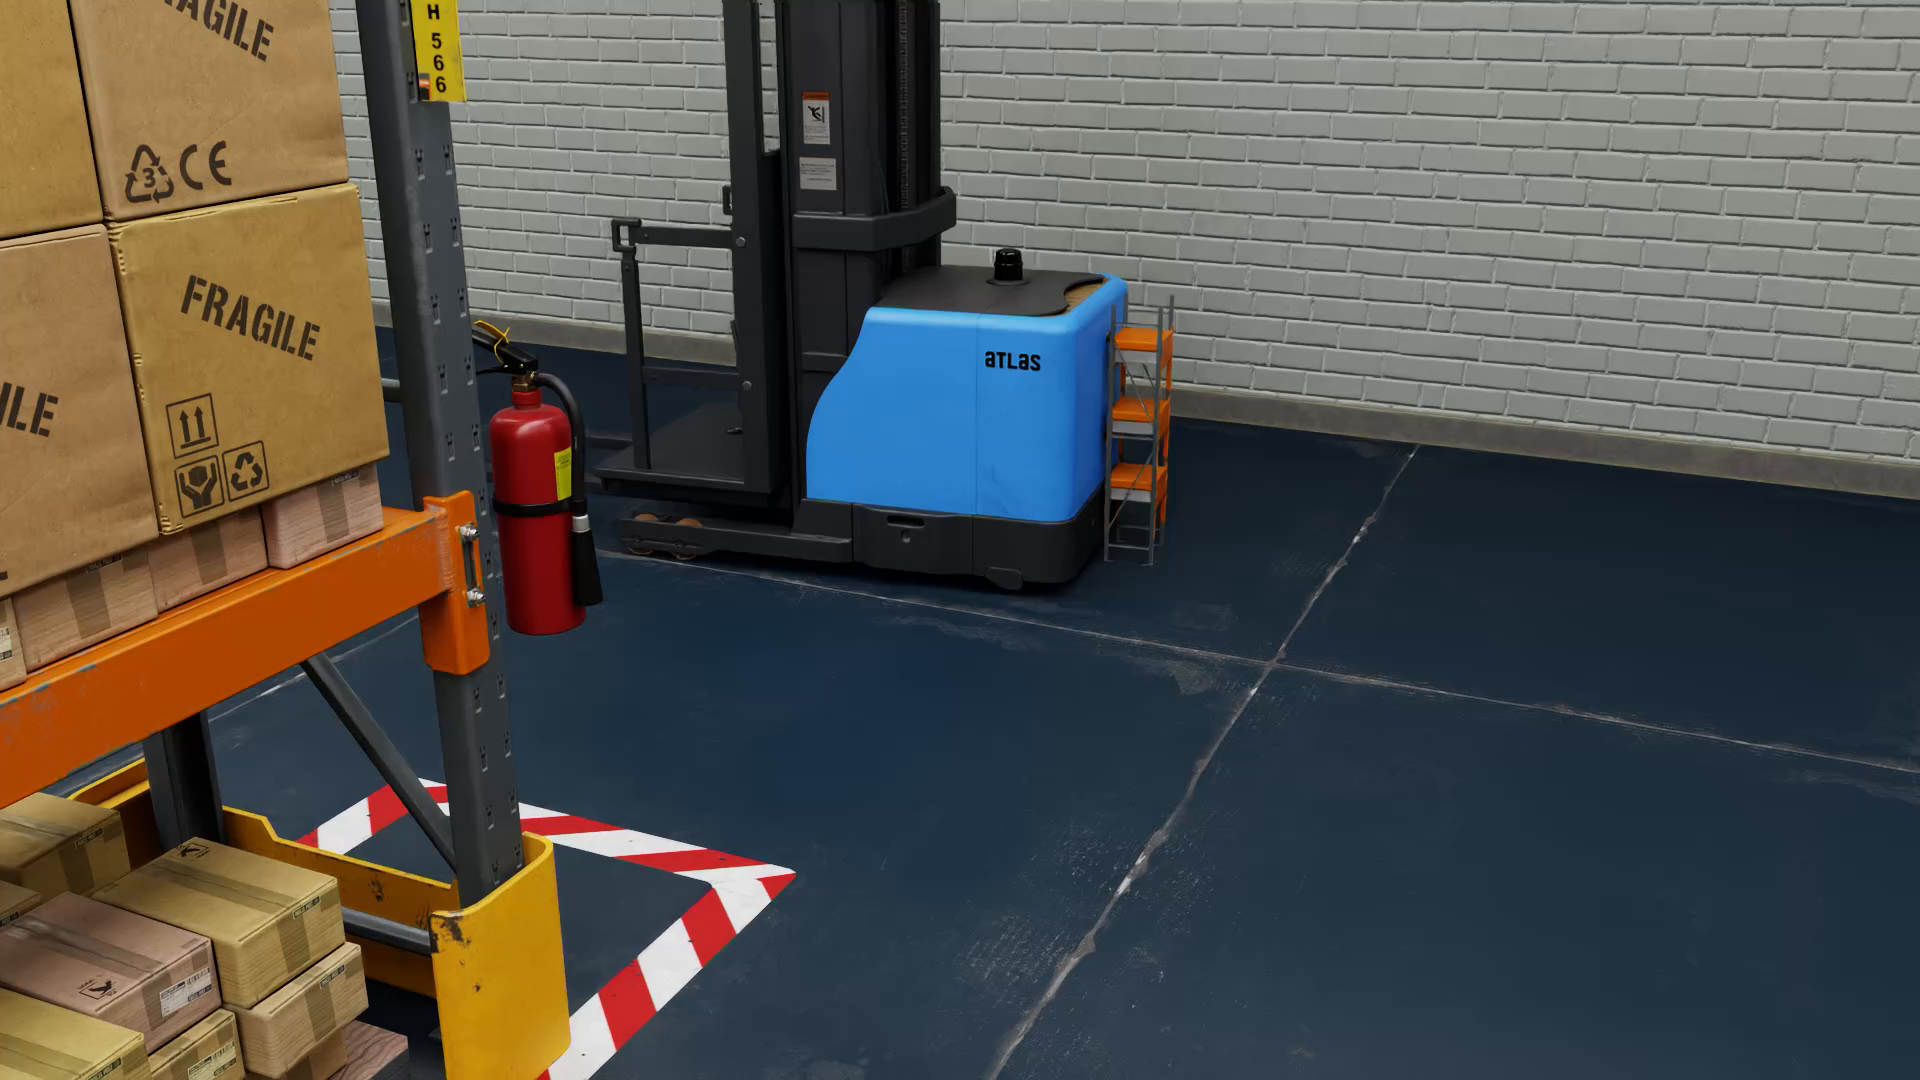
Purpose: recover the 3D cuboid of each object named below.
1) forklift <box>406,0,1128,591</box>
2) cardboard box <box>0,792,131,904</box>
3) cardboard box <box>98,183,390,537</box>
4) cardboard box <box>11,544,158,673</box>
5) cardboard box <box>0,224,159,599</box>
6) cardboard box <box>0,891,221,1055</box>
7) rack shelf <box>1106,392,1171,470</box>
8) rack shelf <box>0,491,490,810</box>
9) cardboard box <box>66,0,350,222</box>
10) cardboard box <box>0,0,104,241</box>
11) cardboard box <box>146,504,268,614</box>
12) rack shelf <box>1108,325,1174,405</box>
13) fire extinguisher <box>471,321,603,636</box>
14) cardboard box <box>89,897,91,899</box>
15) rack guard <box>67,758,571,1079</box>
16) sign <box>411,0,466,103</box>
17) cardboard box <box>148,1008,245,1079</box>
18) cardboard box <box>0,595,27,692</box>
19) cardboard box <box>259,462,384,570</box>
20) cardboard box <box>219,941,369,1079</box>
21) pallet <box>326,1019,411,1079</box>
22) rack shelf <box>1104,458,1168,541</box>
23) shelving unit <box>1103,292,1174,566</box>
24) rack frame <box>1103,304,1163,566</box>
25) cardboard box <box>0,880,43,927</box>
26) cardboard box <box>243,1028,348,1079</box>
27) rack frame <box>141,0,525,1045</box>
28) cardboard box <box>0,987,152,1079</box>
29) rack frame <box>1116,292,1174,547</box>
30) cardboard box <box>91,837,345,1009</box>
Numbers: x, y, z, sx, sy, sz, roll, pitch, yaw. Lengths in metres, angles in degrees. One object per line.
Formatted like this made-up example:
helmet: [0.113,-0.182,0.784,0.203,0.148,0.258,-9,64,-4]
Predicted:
forklift: [-0.875,-1.460,6.700,3.031,2.935,1.130,6,20,17]
cardboard box: [-1.957,0.644,3.422,0.380,0.149,0.250,8,21,20]
cardboard box: [-1.382,-0.350,2.882,0.500,0.500,0.500,9,21,24]
cardboard box: [-1.533,0.071,2.666,0.380,0.149,0.250,8,21,22]
cardboard box: [-1.598,-0.193,2.441,0.500,0.500,0.500,8,21,22]
cardboard box: [-1.574,0.796,2.995,0.380,0.149,0.250,9,21,24]
rack shelf: [0.712,-0.428,6.638,0.215,0.259,0.240,6,20,16]
rack shelf: [-2.252,0.615,1.835,1.077,0.370,4.000,9,21,23]
cardboard box: [-1.393,-0.819,2.711,0.500,0.500,0.500,8,21,22]
cardboard box: [-1.601,-0.664,2.275,0.500,0.500,0.500,8,21,21]
cardboard box: [-1.445,-0.007,2.888,0.380,0.149,0.250,9,21,23]
rack shelf: [0.712,-0.696,6.543,0.215,0.259,0.240,6,20,16]
fire extinguisher: [-0.909,-0.136,3.548,0.296,0.674,0.183,9,21,23]
cardboard box: [-1.882,0.795,3.440,0.380,0.149,0.250,10,22,25]
rack guard: [-1.464,0.866,3.788,1.175,0.500,0.348,9,21,23]
sign: [-0.935,-0.947,2.956,0.100,0.325,0.005,9,21,23]
cardboard box: [-1.545,0.943,3.024,0.380,0.149,0.250,8,21,21]
cardboard box: [-1.617,0.153,2.438,0.380,0.149,0.250,9,22,24]
cardboard box: [-1.308,-0.078,3.087,0.380,0.149,0.250,9,21,23]
cardboard box: [-1.389,0.871,3.228,0.380,0.149,0.250,8,21,21]
pallet: [-1.829,1.246,3.151,1.003,0.211,1.213,9,21,23]
rack shelf: [0.712,-0.166,6.731,0.215,0.259,0.240,6,20,16]
shelving unit: [0.712,-0.438,6.634,0.215,1.050,0.252,6,20,16]
rack frame: [0.677,-0.399,6.524,0.200,1.050,0.008,6,20,16]
cardboard box: [-1.960,0.744,3.139,0.380,0.149,0.250,9,21,24]
cardboard box: [-1.458,1.000,3.308,0.380,0.149,0.250,9,21,24]
rack frame: [-1.433,-0.335,3.434,1.000,3.000,0.127,9,21,23]
cardboard box: [-1.564,0.892,2.723,0.380,0.149,0.250,8,21,21]
rack frame: [0.747,-0.477,6.744,0.200,1.050,0.008,6,20,16]
cardboard box: [-1.418,0.727,3.189,0.380,0.149,0.250,9,21,23]
